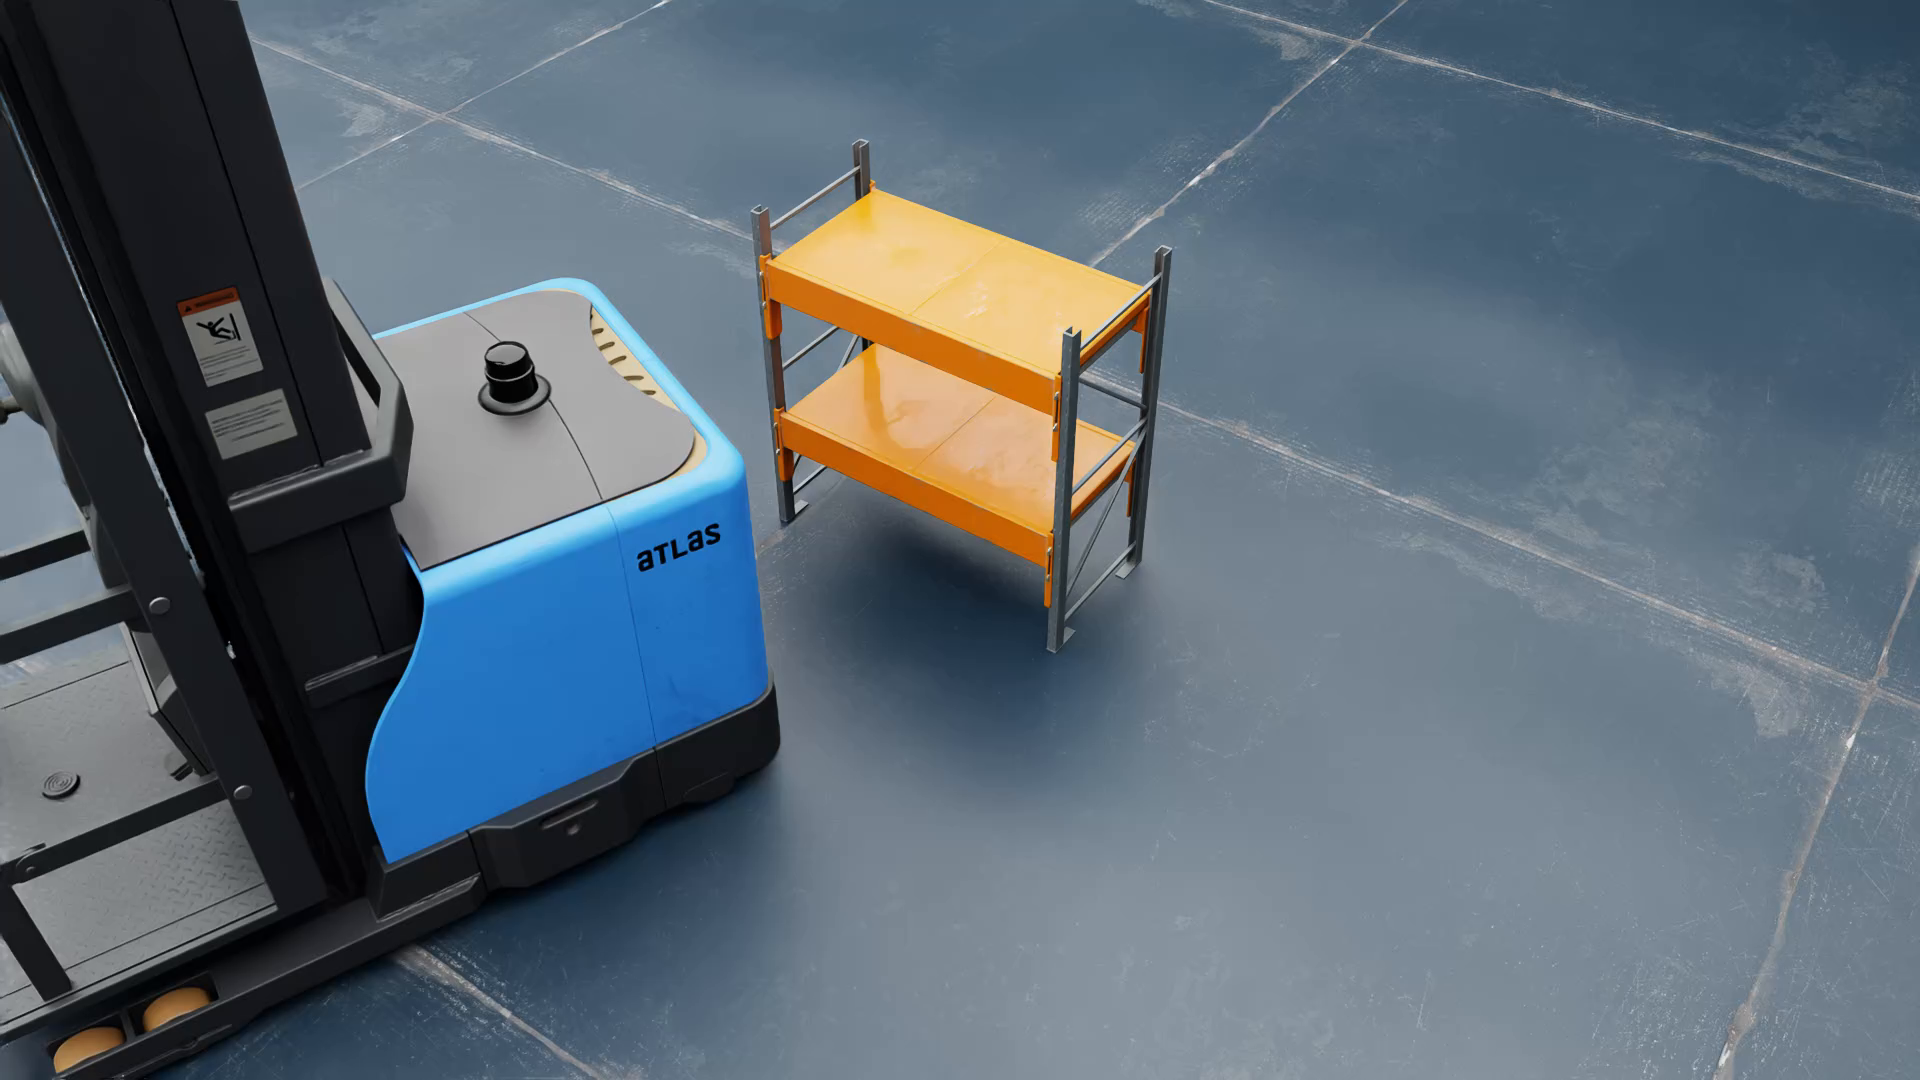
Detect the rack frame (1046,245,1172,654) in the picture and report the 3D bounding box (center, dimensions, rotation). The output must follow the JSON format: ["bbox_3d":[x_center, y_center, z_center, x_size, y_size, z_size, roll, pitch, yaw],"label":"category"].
[{"bbox_3d":[0.411,-0.227,4.660,0.032,1.125,0.500,25,48,25],"label":"rack frame"}]

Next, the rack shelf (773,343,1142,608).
[{"bbox_3d":[-0.006,-0.240,5.041,1.000,0.278,0.538,25,48,25],"label":"rack shelf"}]

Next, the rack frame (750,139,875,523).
[{"bbox_3d":[-0.422,-0.616,5.095,0.032,1.125,0.500,25,48,25],"label":"rack frame"}]

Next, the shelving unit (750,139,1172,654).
[{"bbox_3d":[-0.006,-0.422,4.878,1.048,1.125,0.538,25,48,25],"label":"shelving unit"}]

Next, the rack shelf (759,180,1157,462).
[{"bbox_3d":[-0.006,-0.640,4.683,1.000,0.278,0.538,25,48,25],"label":"rack shelf"}]

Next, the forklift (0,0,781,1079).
[{"bbox_3d":[-2.007,-0.218,3.296,3.031,2.935,1.130,-23,47,-24],"label":"forklift"}]
